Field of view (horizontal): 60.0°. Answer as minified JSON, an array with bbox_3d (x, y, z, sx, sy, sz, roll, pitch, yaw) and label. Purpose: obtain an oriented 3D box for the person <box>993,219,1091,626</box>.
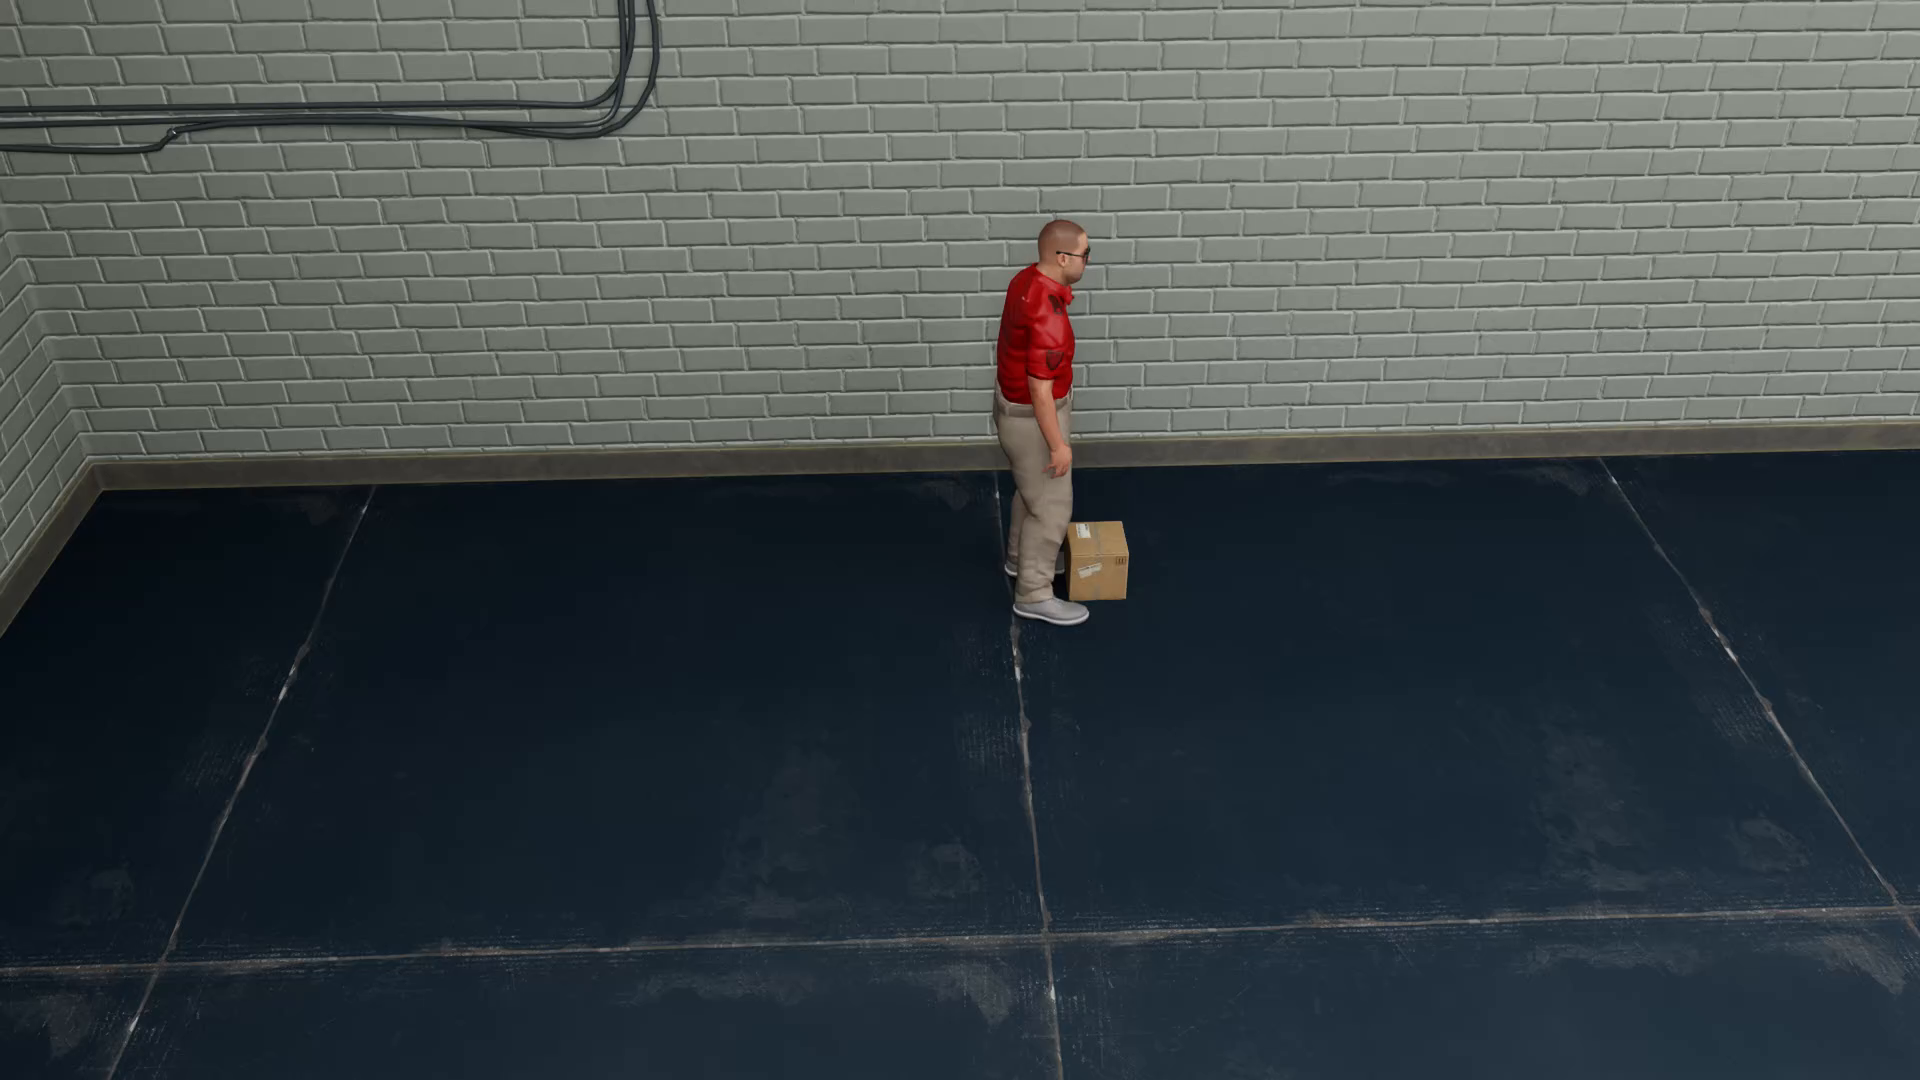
[{"bbox_3d":[0.342,-0.499,6.870,0.396,1.726,0.604,-4,35,-5],"label":"person"}]
